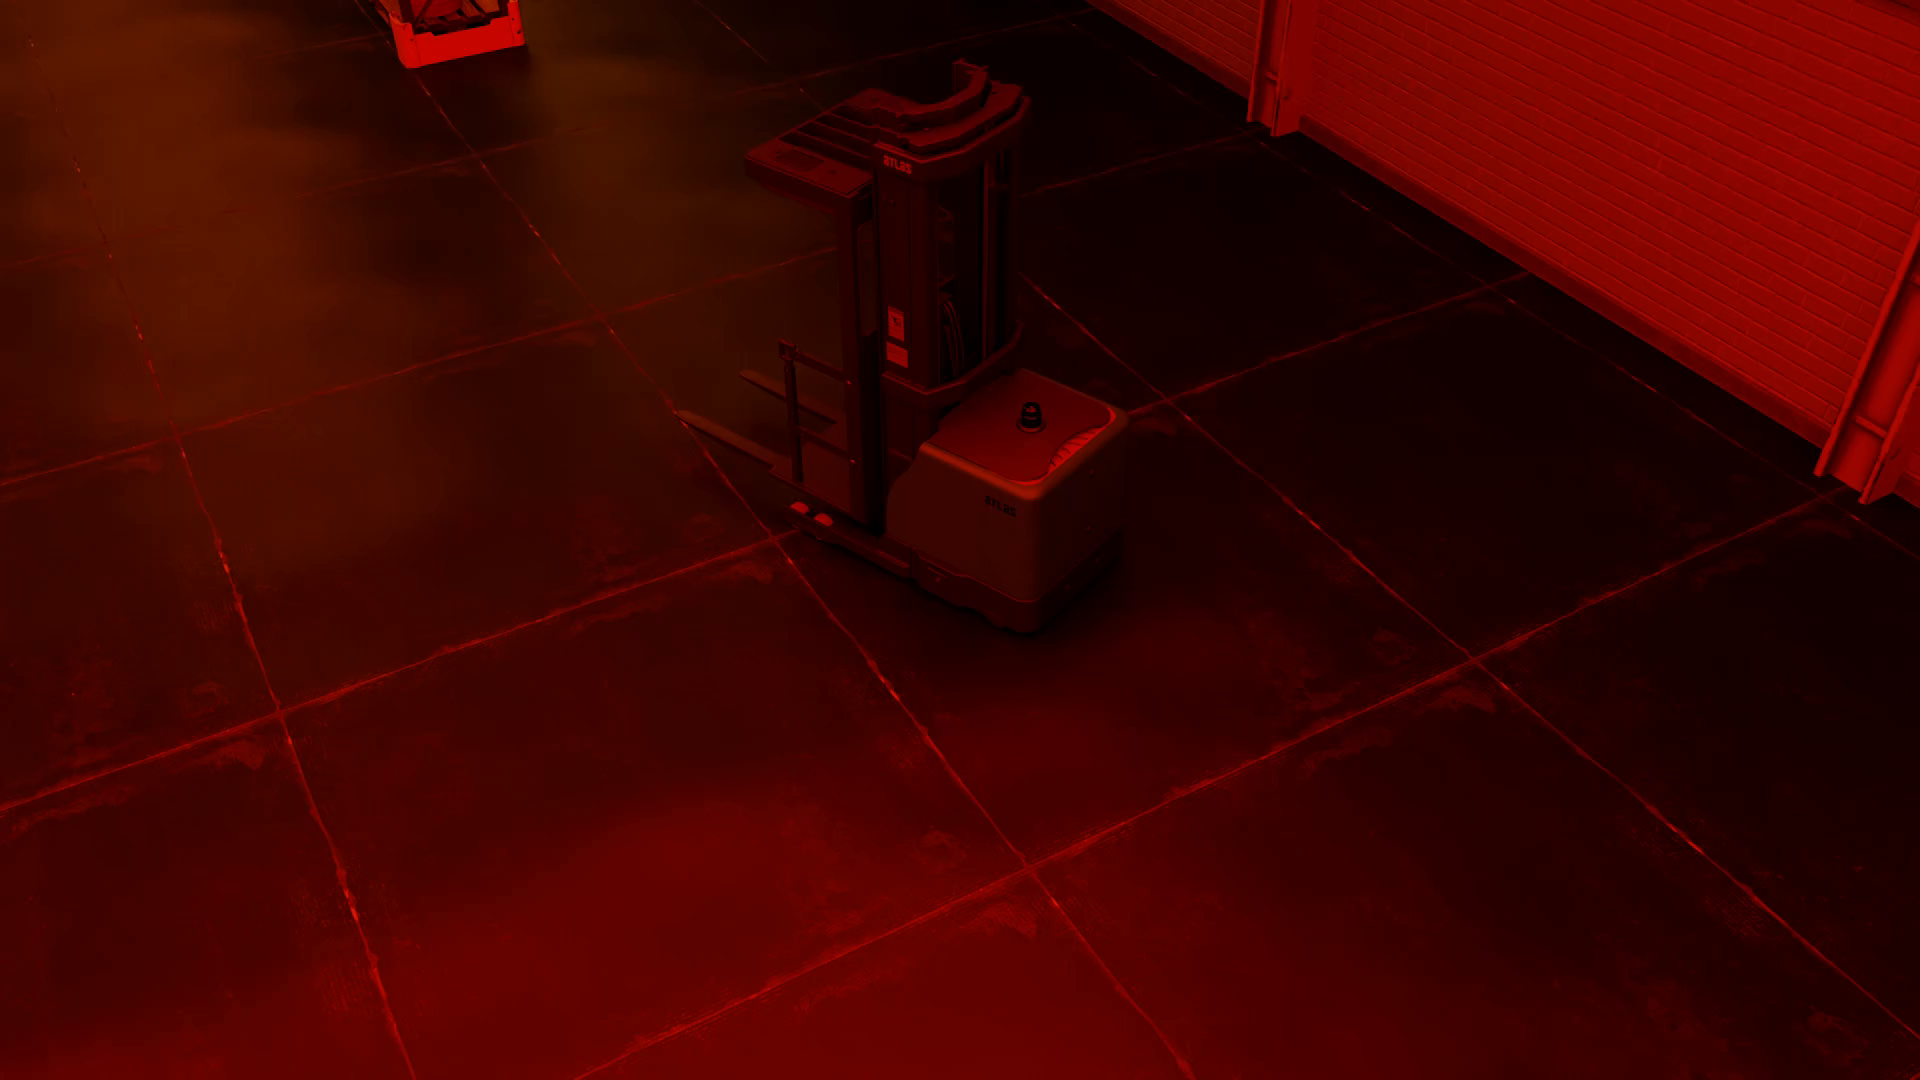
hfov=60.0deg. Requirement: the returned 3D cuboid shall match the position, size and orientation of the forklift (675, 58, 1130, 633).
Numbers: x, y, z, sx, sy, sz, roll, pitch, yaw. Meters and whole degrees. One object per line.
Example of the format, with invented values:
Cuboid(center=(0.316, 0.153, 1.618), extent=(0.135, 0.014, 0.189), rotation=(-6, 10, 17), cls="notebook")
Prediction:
Cuboid(center=(-0.481, -1.366, 9.683), extent=(3.031, 2.935, 1.130), rotation=(26, 46, 28), cls="forklift")
